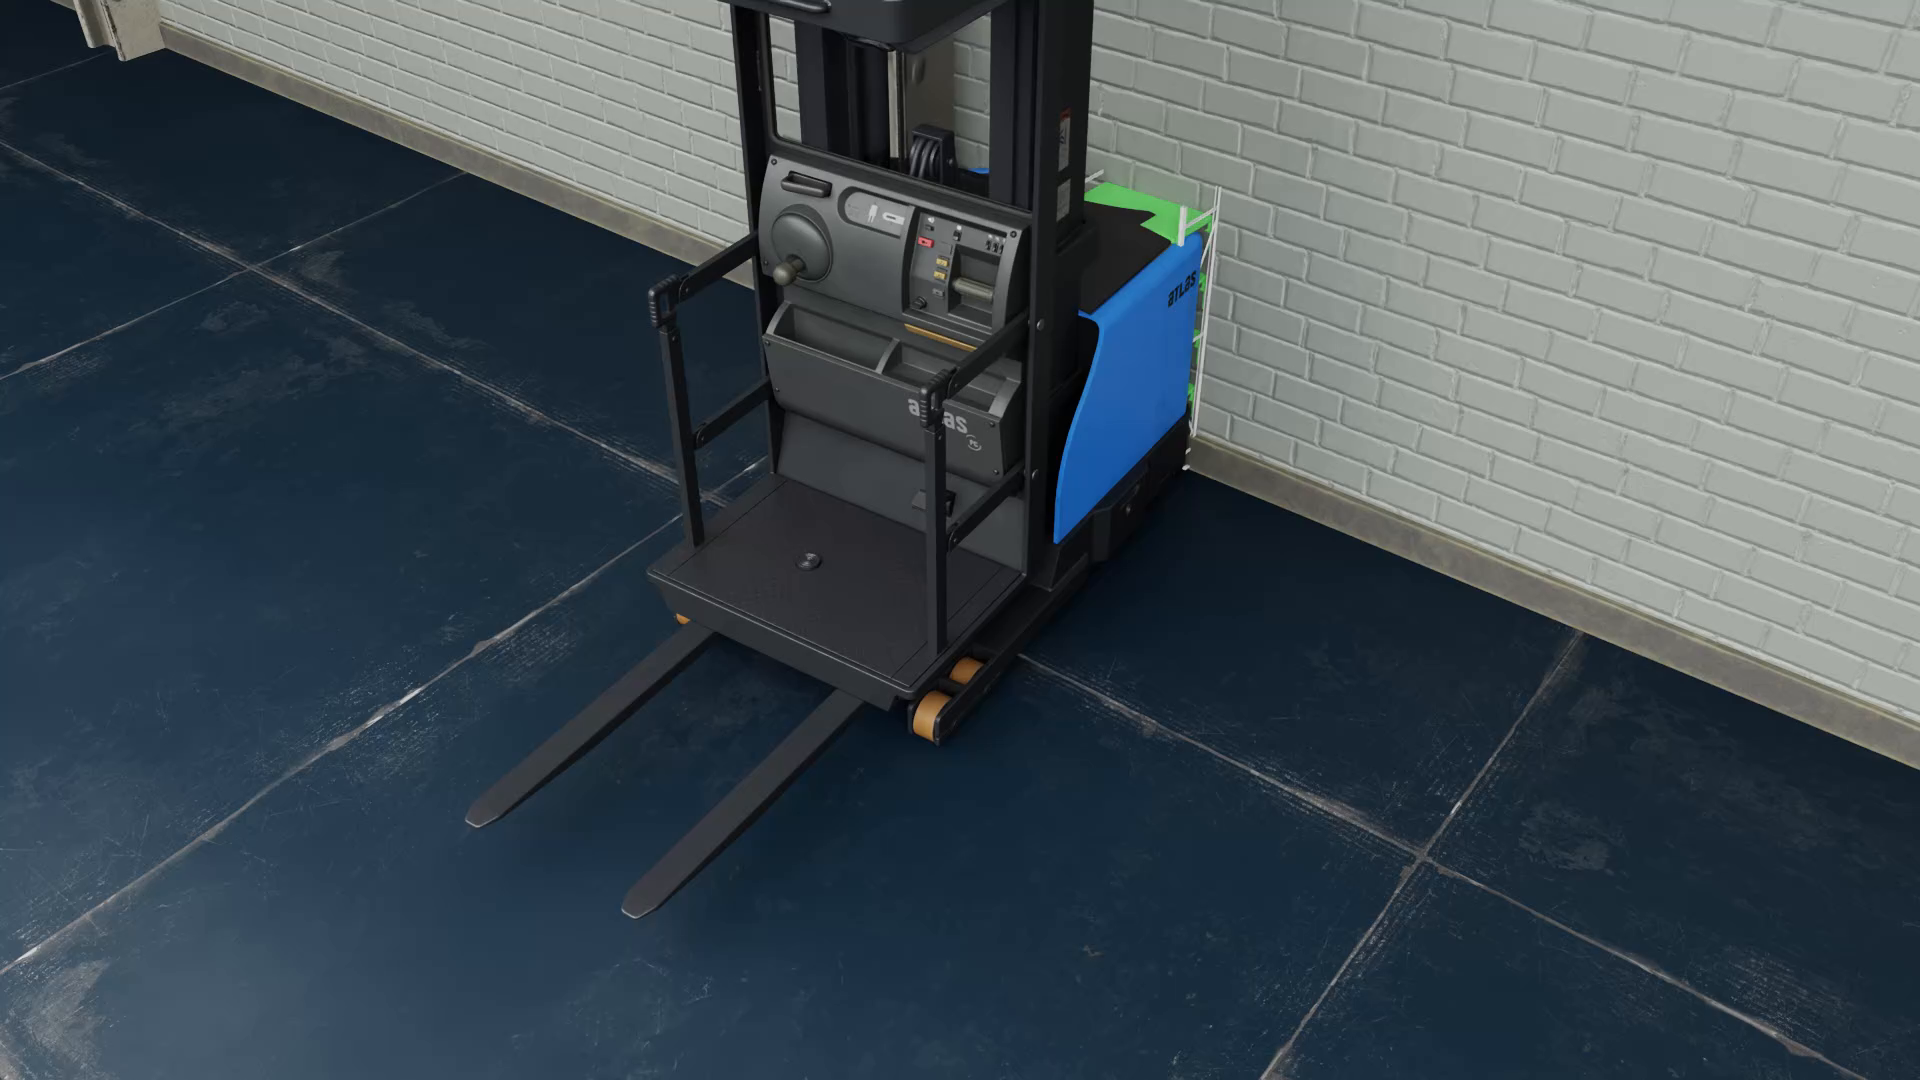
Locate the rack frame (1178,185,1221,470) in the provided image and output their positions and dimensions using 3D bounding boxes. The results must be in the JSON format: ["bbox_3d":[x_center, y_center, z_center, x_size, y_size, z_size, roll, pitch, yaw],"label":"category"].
[{"bbox_3d":[0.845,-0.725,6.181,0.015,1.200,0.240,28,45,31],"label":"rack frame"}]

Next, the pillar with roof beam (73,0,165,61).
[{"bbox_3d":[-7.648,-4.428,4.606,0.400,9.000,9.100,25,45,29],"label":"pillar with roof beam"}]

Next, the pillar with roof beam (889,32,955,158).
[{"bbox_3d":[-2.883,-2.181,1.736,0.400,9.000,9.100,25,45,29],"label":"pillar with roof beam"}]

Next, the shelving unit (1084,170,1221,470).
[{"bbox_3d":[0.660,-0.822,6.308,0.503,1.200,0.258,28,45,31],"label":"shelving unit"}]

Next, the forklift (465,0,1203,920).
[{"bbox_3d":[-0.341,-0.832,4.935,1.130,2.935,3.031,22,43,25],"label":"forklift"}]

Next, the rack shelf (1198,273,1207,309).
[{"bbox_3d":[0.660,-0.962,6.201,0.480,0.148,0.258,28,45,31],"label":"rack shelf"}]

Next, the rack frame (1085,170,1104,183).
[{"bbox_3d":[0.474,-0.919,6.434,0.015,1.200,0.240,28,45,31],"label":"rack frame"}]

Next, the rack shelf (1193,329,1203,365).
[{"bbox_3d":[0.659,-0.771,6.346,0.480,0.148,0.258,28,45,31],"label":"rack shelf"}]

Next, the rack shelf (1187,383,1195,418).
[{"bbox_3d":[0.659,-0.580,6.492,0.480,0.148,0.258,28,45,31],"label":"rack shelf"}]

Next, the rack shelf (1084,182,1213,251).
[{"bbox_3d":[0.661,-1.153,6.056,0.480,0.148,0.258,28,45,31],"label":"rack shelf"}]
